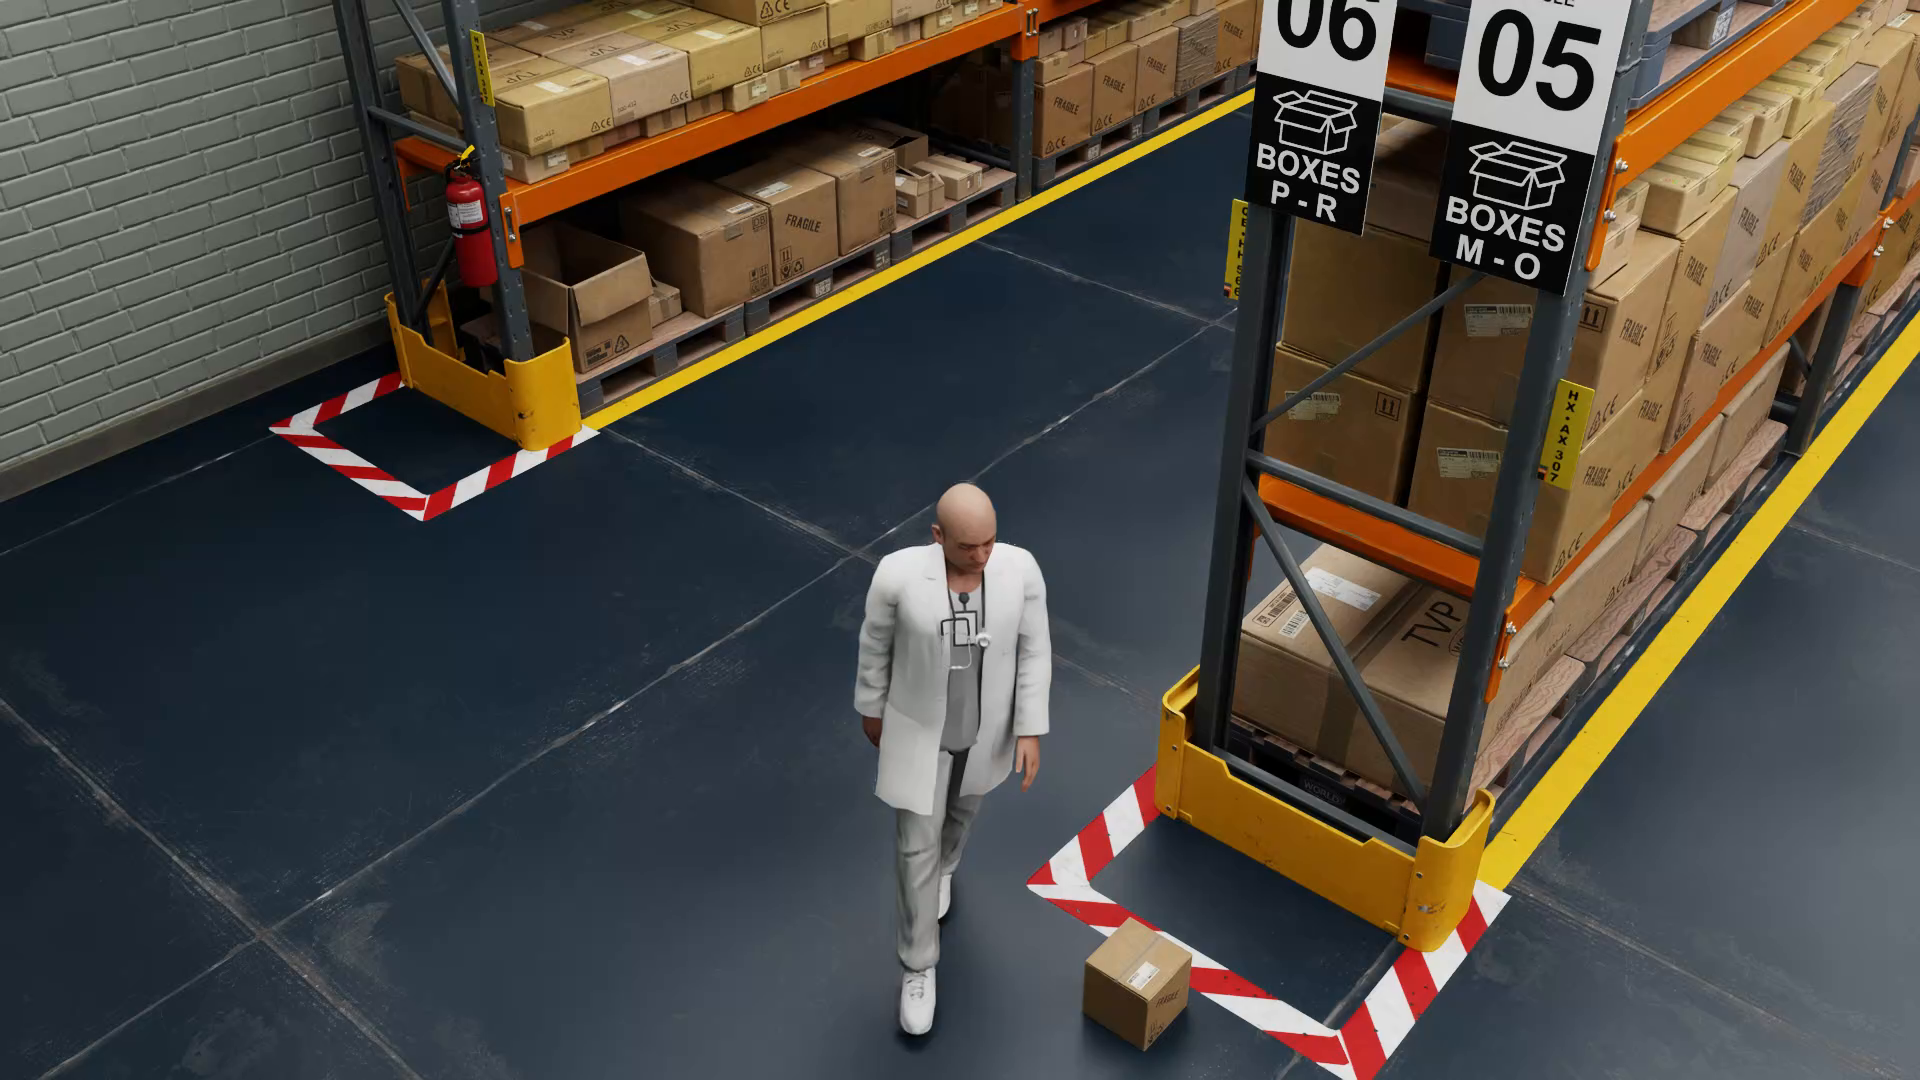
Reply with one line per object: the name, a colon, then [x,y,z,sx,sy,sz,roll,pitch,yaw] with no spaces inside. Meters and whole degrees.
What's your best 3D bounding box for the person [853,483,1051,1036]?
person: [0.007,0.634,5.219,0.612,1.764,0.840,-8,35,-11]
